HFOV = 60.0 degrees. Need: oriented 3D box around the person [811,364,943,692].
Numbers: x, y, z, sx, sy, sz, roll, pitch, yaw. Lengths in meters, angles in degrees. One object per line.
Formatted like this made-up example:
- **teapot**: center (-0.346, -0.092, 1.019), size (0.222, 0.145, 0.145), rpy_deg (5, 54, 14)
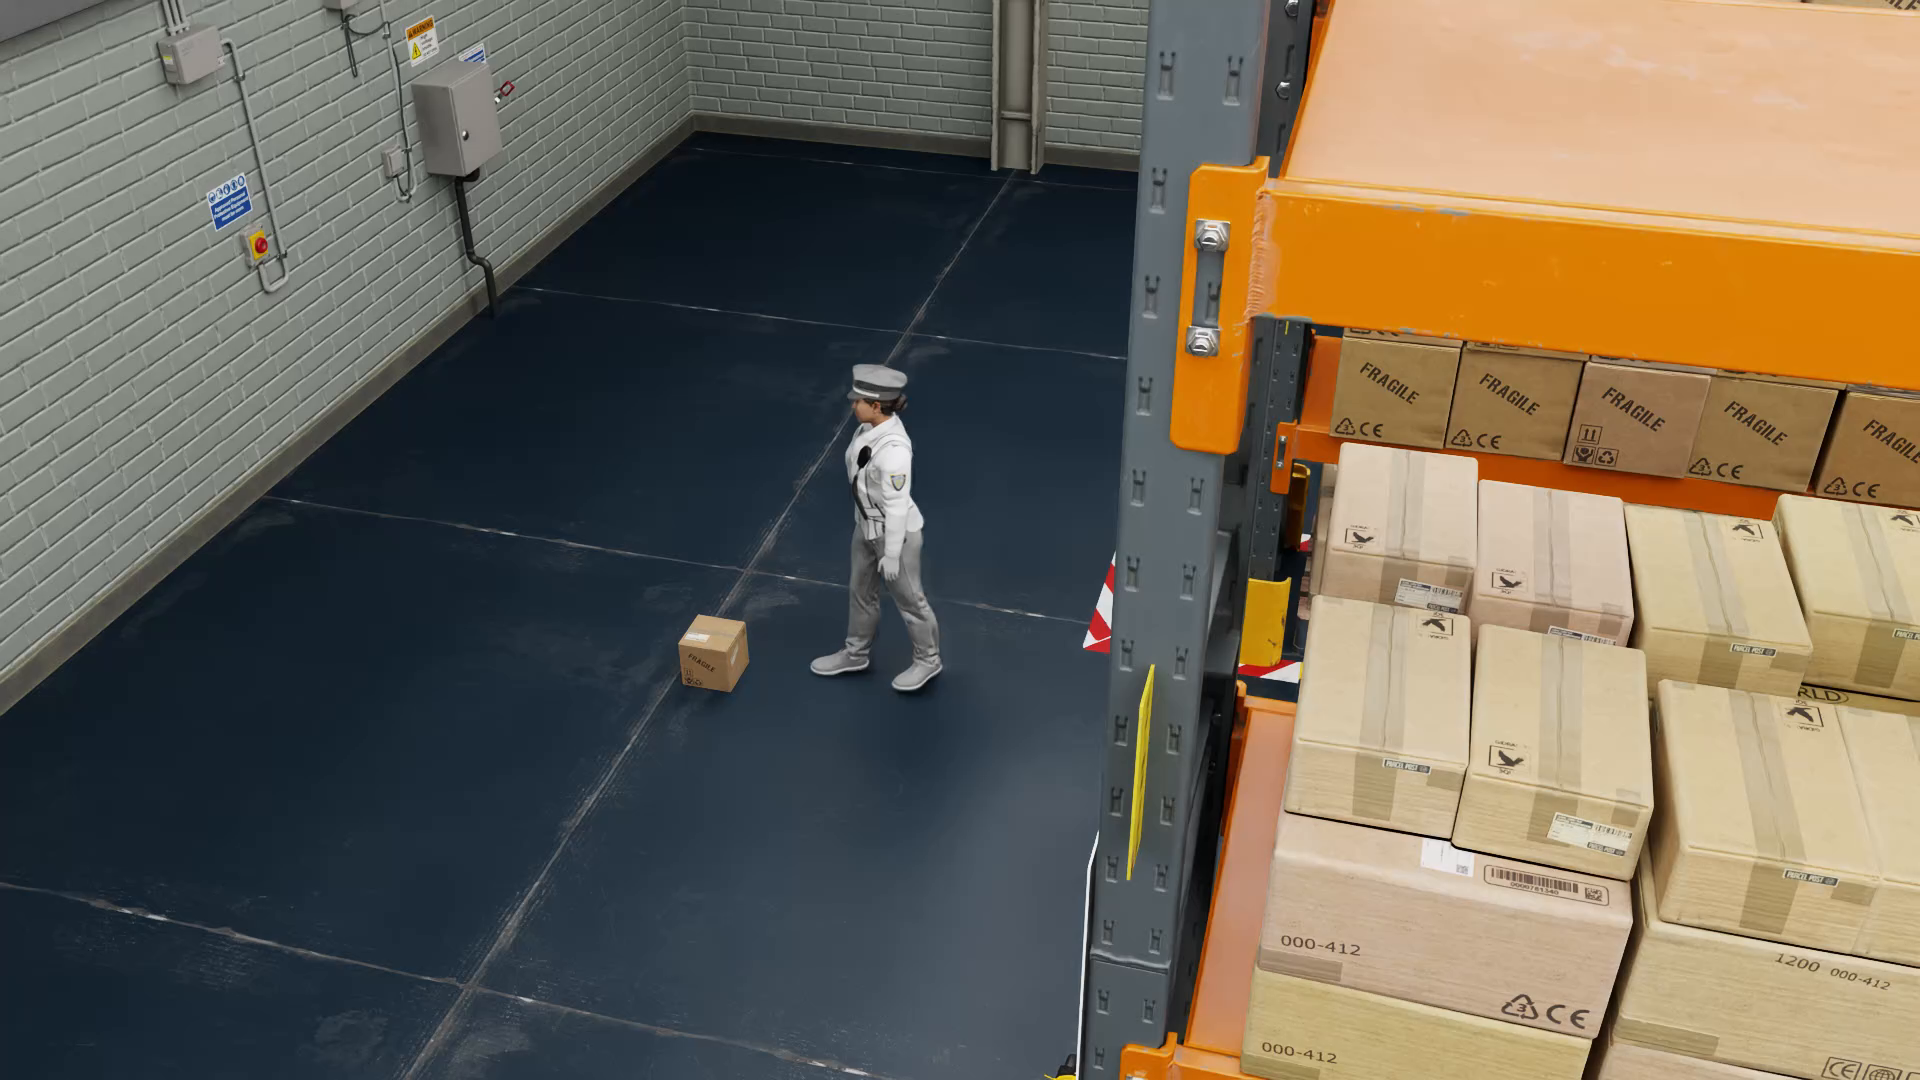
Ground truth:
- **person**: center (-0.392, -0.025, 7.666), size (0.607, 1.668, 0.486), rpy_deg (-11, 35, -16)
